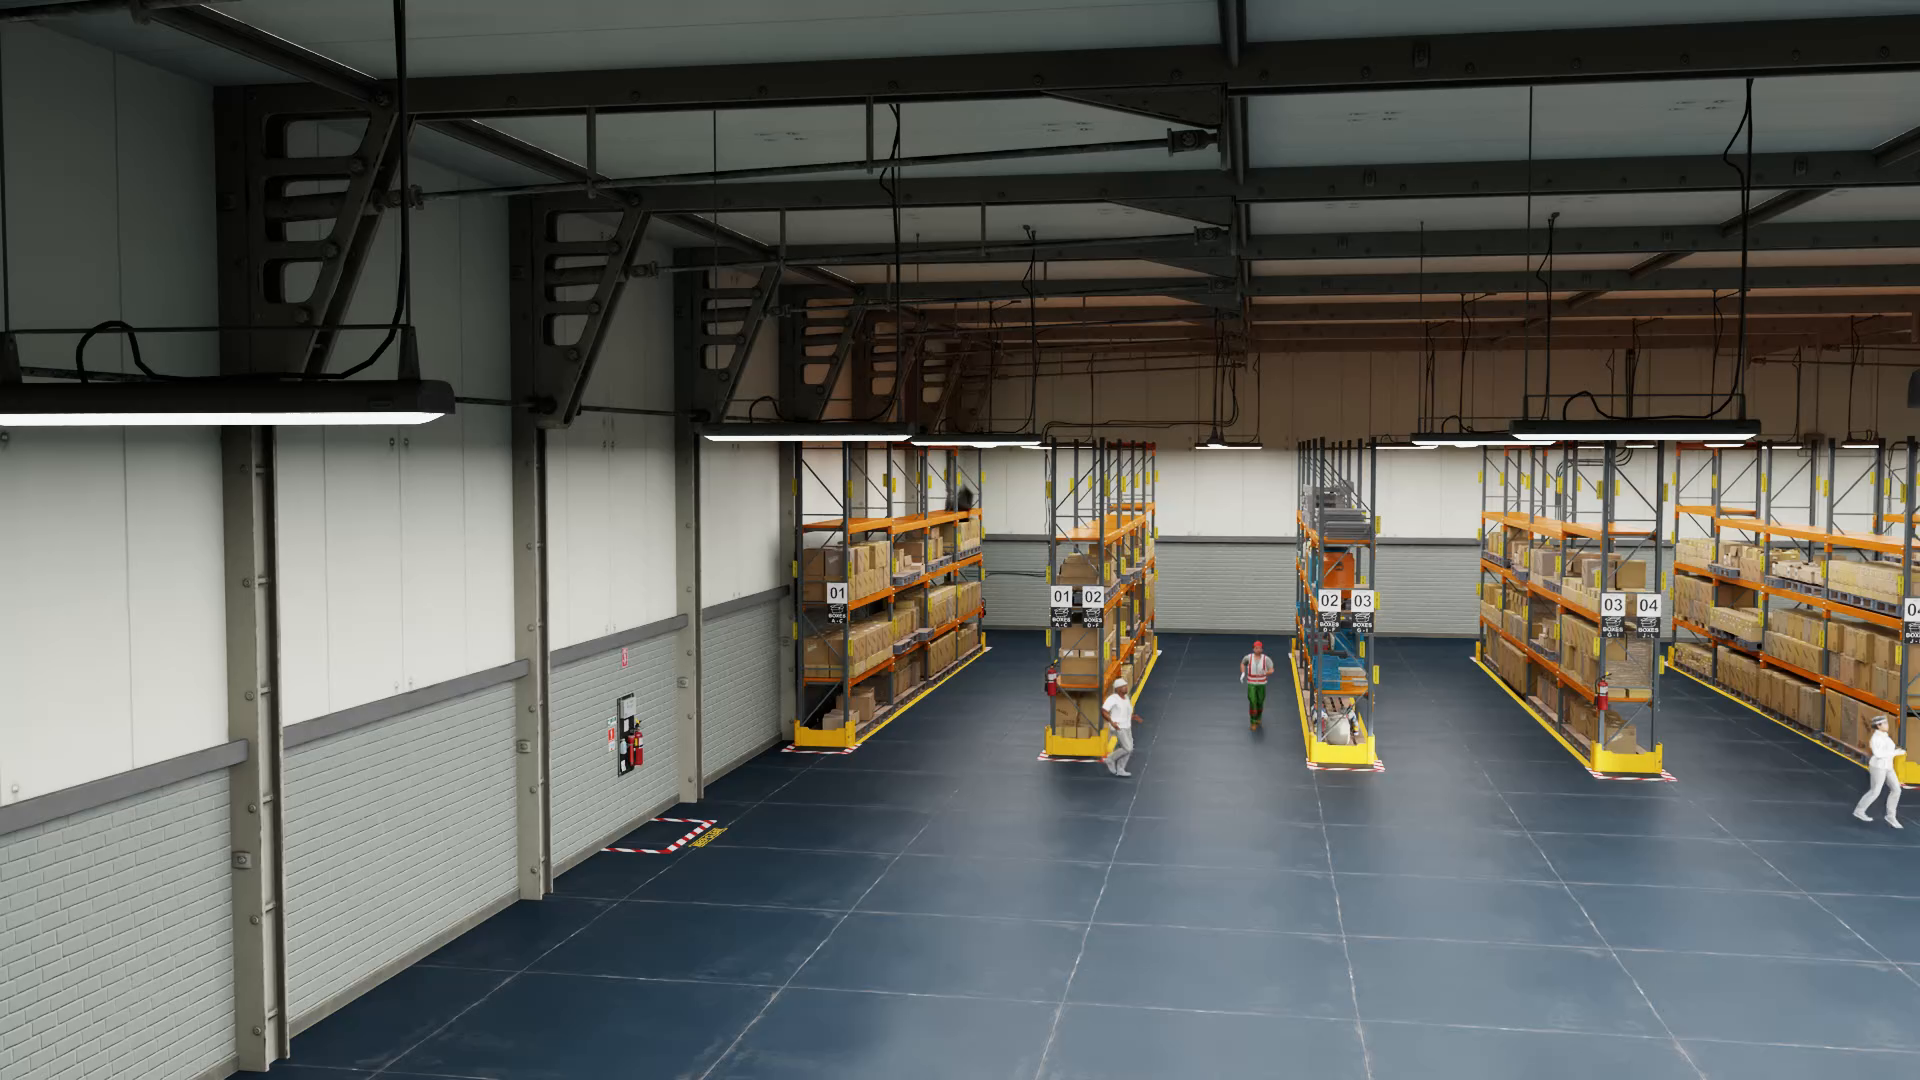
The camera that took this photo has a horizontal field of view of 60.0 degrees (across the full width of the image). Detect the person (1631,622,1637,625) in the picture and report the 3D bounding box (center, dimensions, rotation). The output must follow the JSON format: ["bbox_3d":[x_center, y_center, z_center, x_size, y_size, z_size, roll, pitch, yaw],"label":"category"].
[{"bbox_3d":[18.114,2.510,45.389,0.744,1.662,0.751,-1,3,-23],"label":"person"}]

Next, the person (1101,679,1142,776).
[{"bbox_3d":[2.860,3.309,29.326,0.580,1.727,0.720,2,4,37],"label":"person"}]

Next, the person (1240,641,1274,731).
[{"bbox_3d":[6.137,2.983,34.339,0.677,1.800,0.901,0,3,6],"label":"person"}]

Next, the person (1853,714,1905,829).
[{"bbox_3d":[14.074,3.527,25.421,0.595,1.751,0.710,-3,4,-42],"label":"person"}]
